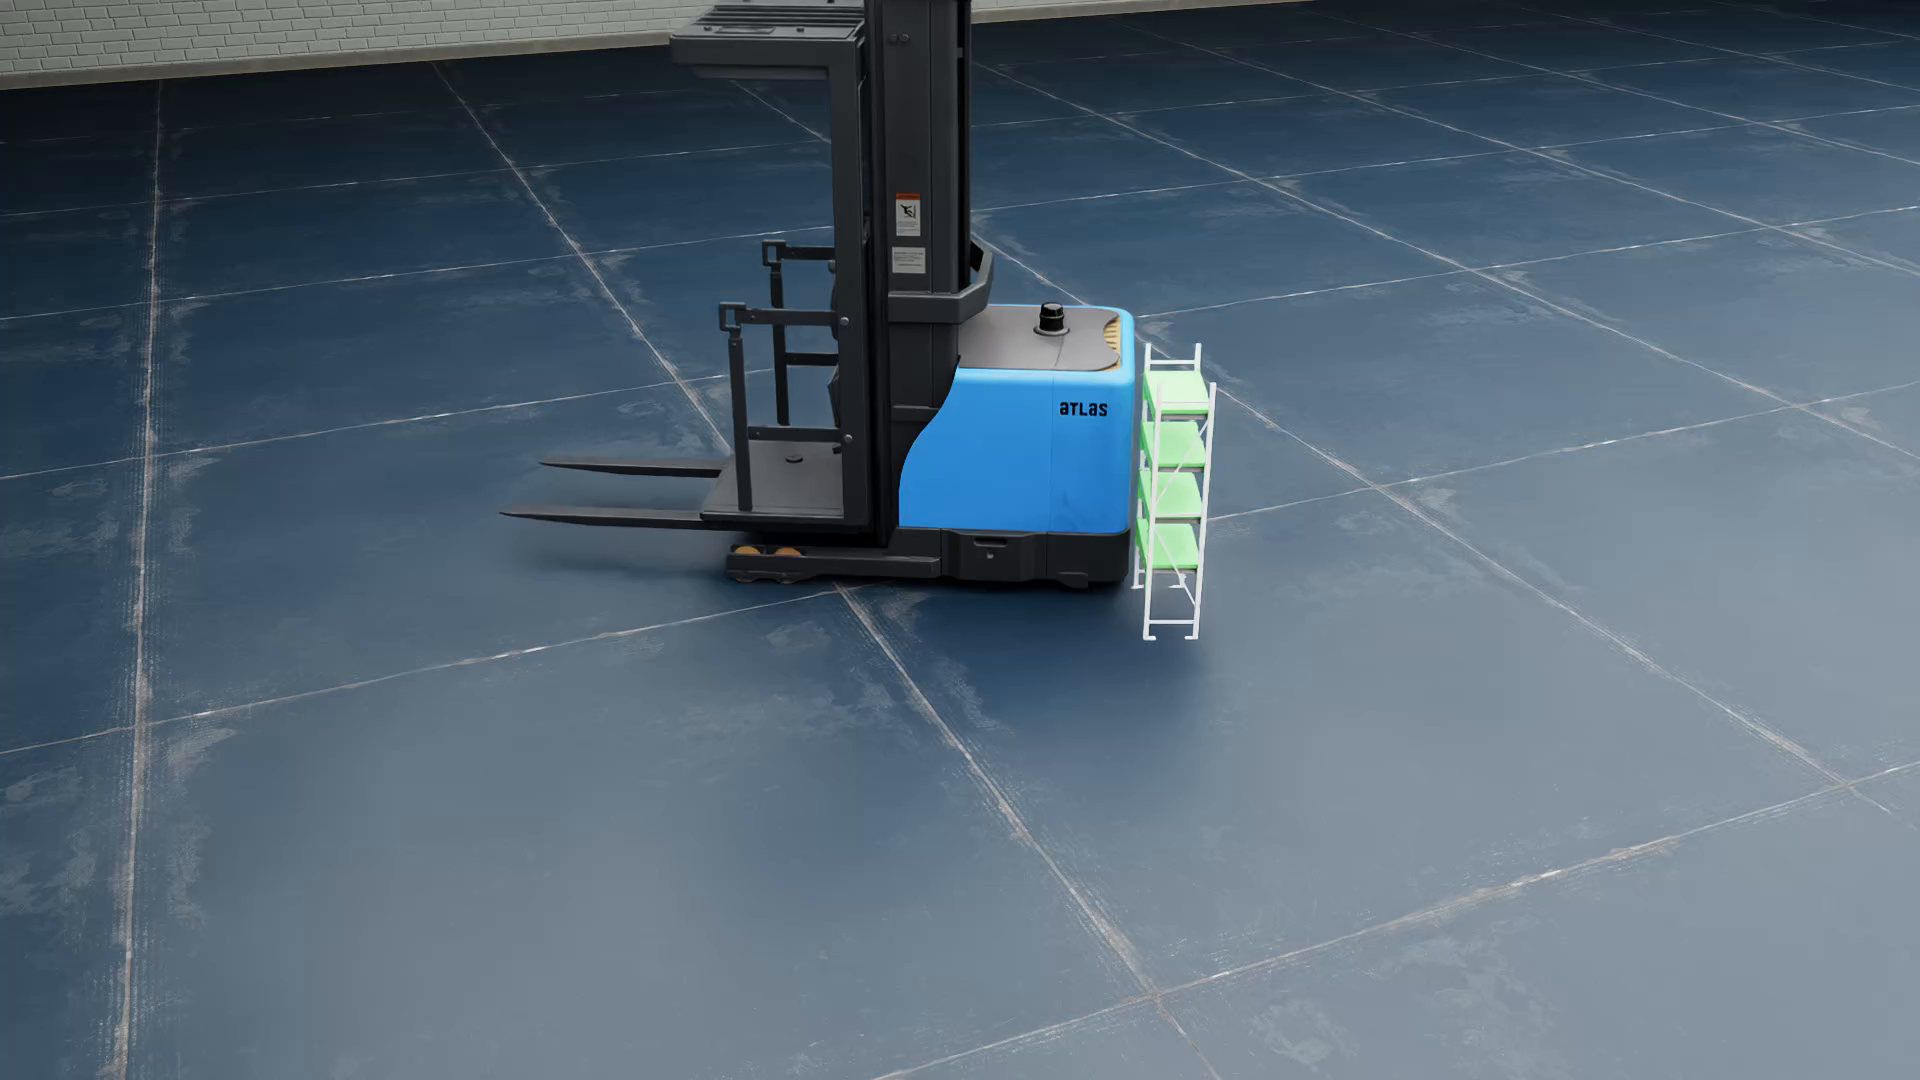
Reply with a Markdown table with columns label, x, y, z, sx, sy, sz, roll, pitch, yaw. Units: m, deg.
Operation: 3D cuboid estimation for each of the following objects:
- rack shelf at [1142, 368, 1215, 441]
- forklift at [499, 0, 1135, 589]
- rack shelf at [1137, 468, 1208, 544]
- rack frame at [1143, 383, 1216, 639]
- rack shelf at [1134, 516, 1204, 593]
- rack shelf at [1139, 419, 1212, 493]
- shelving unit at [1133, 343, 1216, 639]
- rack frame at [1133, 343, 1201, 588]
| label | x | y | z | sx | sy | sz | roll | pitch | yaw |
| --- | --- | --- | --- | --- | --- | --- | --- | --- | --- |
| rack shelf | 0.932 | -0.585 | 7.132 | 0.258 | 0.148 | 0.480 | 0 | 26 | 0 |
| forklift | -0.689 | -1.339 | 7.653 | 3.031 | 2.935 | 1.130 | 2 | 26 | 4 |
| rack shelf | 0.932 | -0.154 | 7.343 | 0.258 | 0.148 | 0.480 | 0 | 26 | 0 |
| rack frame | 0.931 | -0.104 | 7.095 | 0.240 | 1.200 | 0.015 | 0 | 26 | 0 |
| rack shelf | 0.932 | 0.062 | 7.448 | 0.258 | 0.148 | 0.480 | 0 | 26 | 0 |
| rack shelf | 0.932 | -0.369 | 7.237 | 0.258 | 0.148 | 0.480 | 0 | 26 | 0 |
| shelving unit | 0.932 | -0.211 | 7.315 | 0.258 | 1.200 | 0.503 | 0 | 26 | 0 |
| rack frame | 0.933 | -0.318 | 7.534 | 0.240 | 1.200 | 0.015 | 0 | 26 | 0 |
